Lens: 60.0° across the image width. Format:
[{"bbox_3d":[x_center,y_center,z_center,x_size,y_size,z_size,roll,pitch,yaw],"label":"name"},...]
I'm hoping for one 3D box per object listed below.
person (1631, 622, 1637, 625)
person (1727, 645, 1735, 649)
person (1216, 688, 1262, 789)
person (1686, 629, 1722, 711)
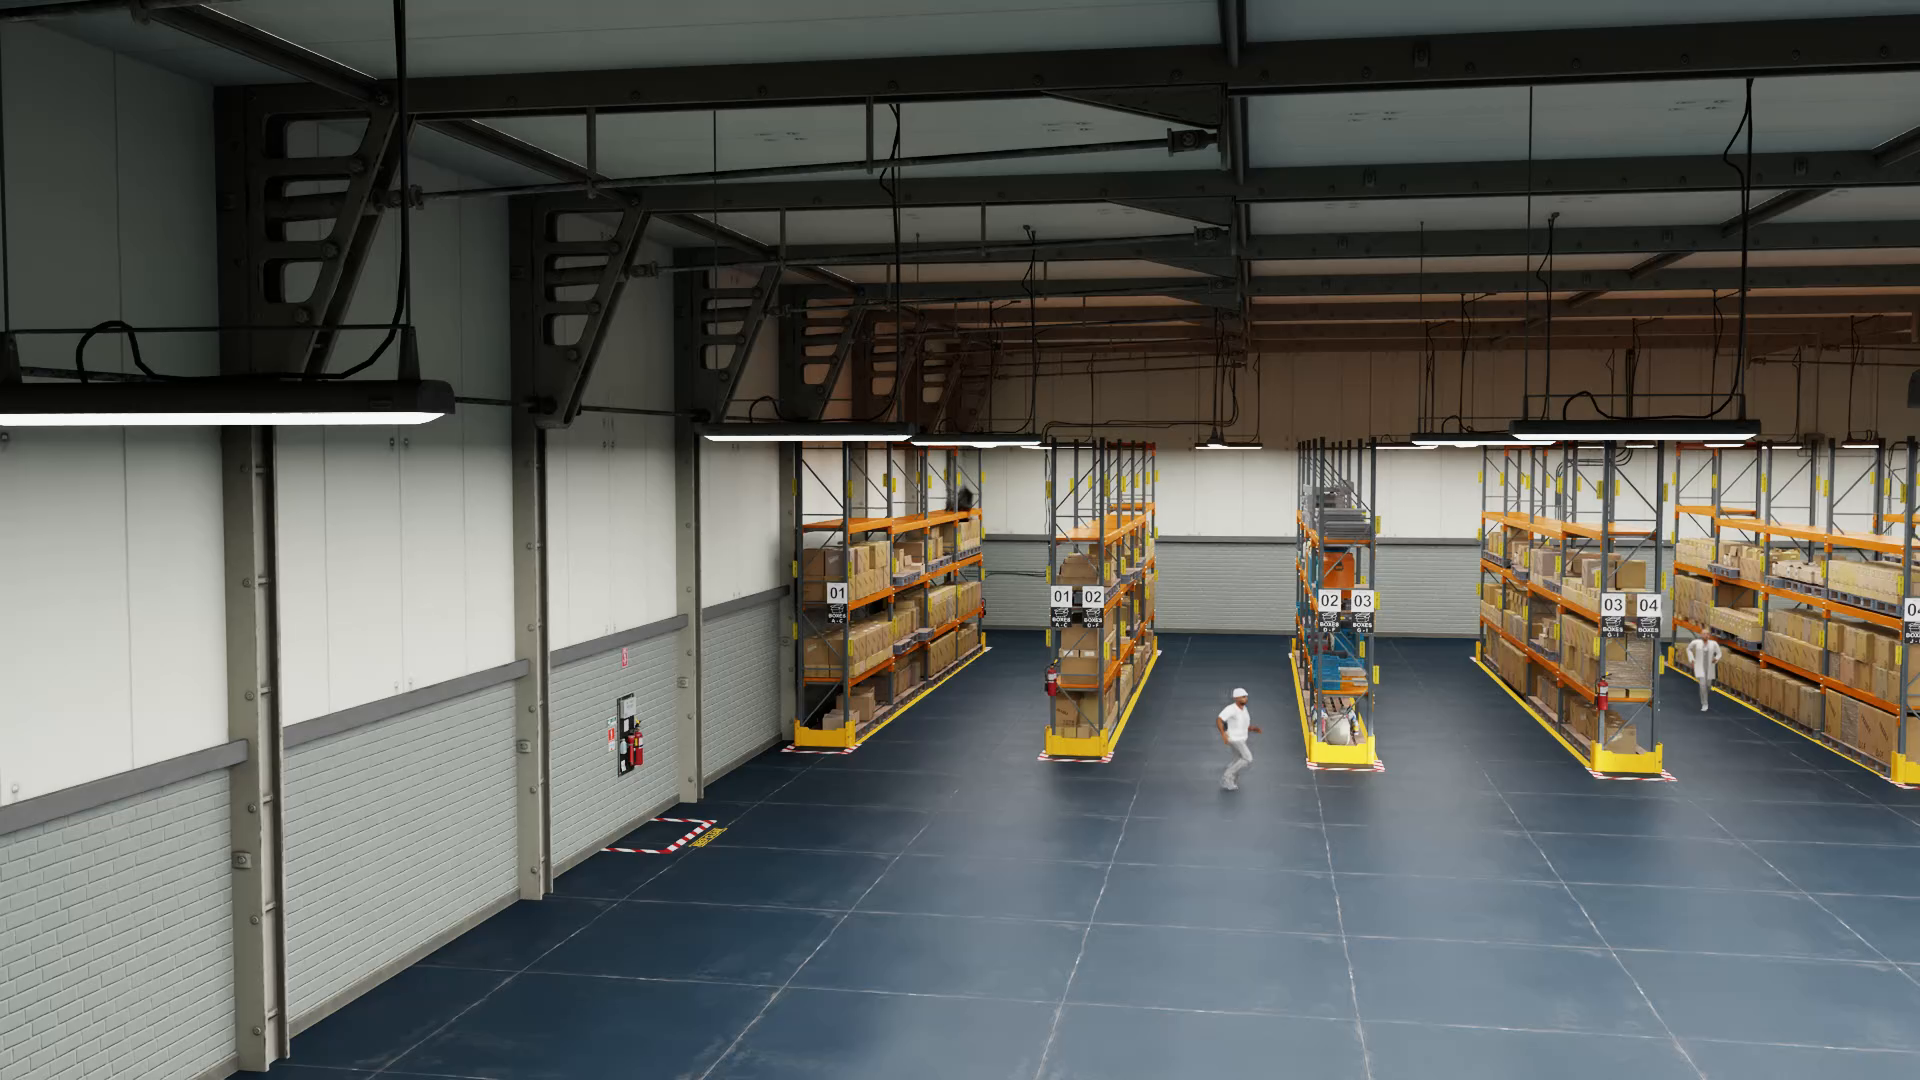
[{"bbox_3d":[18.267,2.505,45.266,0.761,1.681,0.705,-2,3,-27],"label":"person"},{"bbox_3d":[20.864,2.499,44.833,0.749,1.699,0.646,-1,3,-26],"label":"person"},{"bbox_3d":[4.712,3.358,28.033,0.720,1.716,0.680,2,4,33],"label":"person"},{"bbox_3d":[16.606,2.875,37.103,0.716,1.788,0.919,1,3,13],"label":"person"}]
